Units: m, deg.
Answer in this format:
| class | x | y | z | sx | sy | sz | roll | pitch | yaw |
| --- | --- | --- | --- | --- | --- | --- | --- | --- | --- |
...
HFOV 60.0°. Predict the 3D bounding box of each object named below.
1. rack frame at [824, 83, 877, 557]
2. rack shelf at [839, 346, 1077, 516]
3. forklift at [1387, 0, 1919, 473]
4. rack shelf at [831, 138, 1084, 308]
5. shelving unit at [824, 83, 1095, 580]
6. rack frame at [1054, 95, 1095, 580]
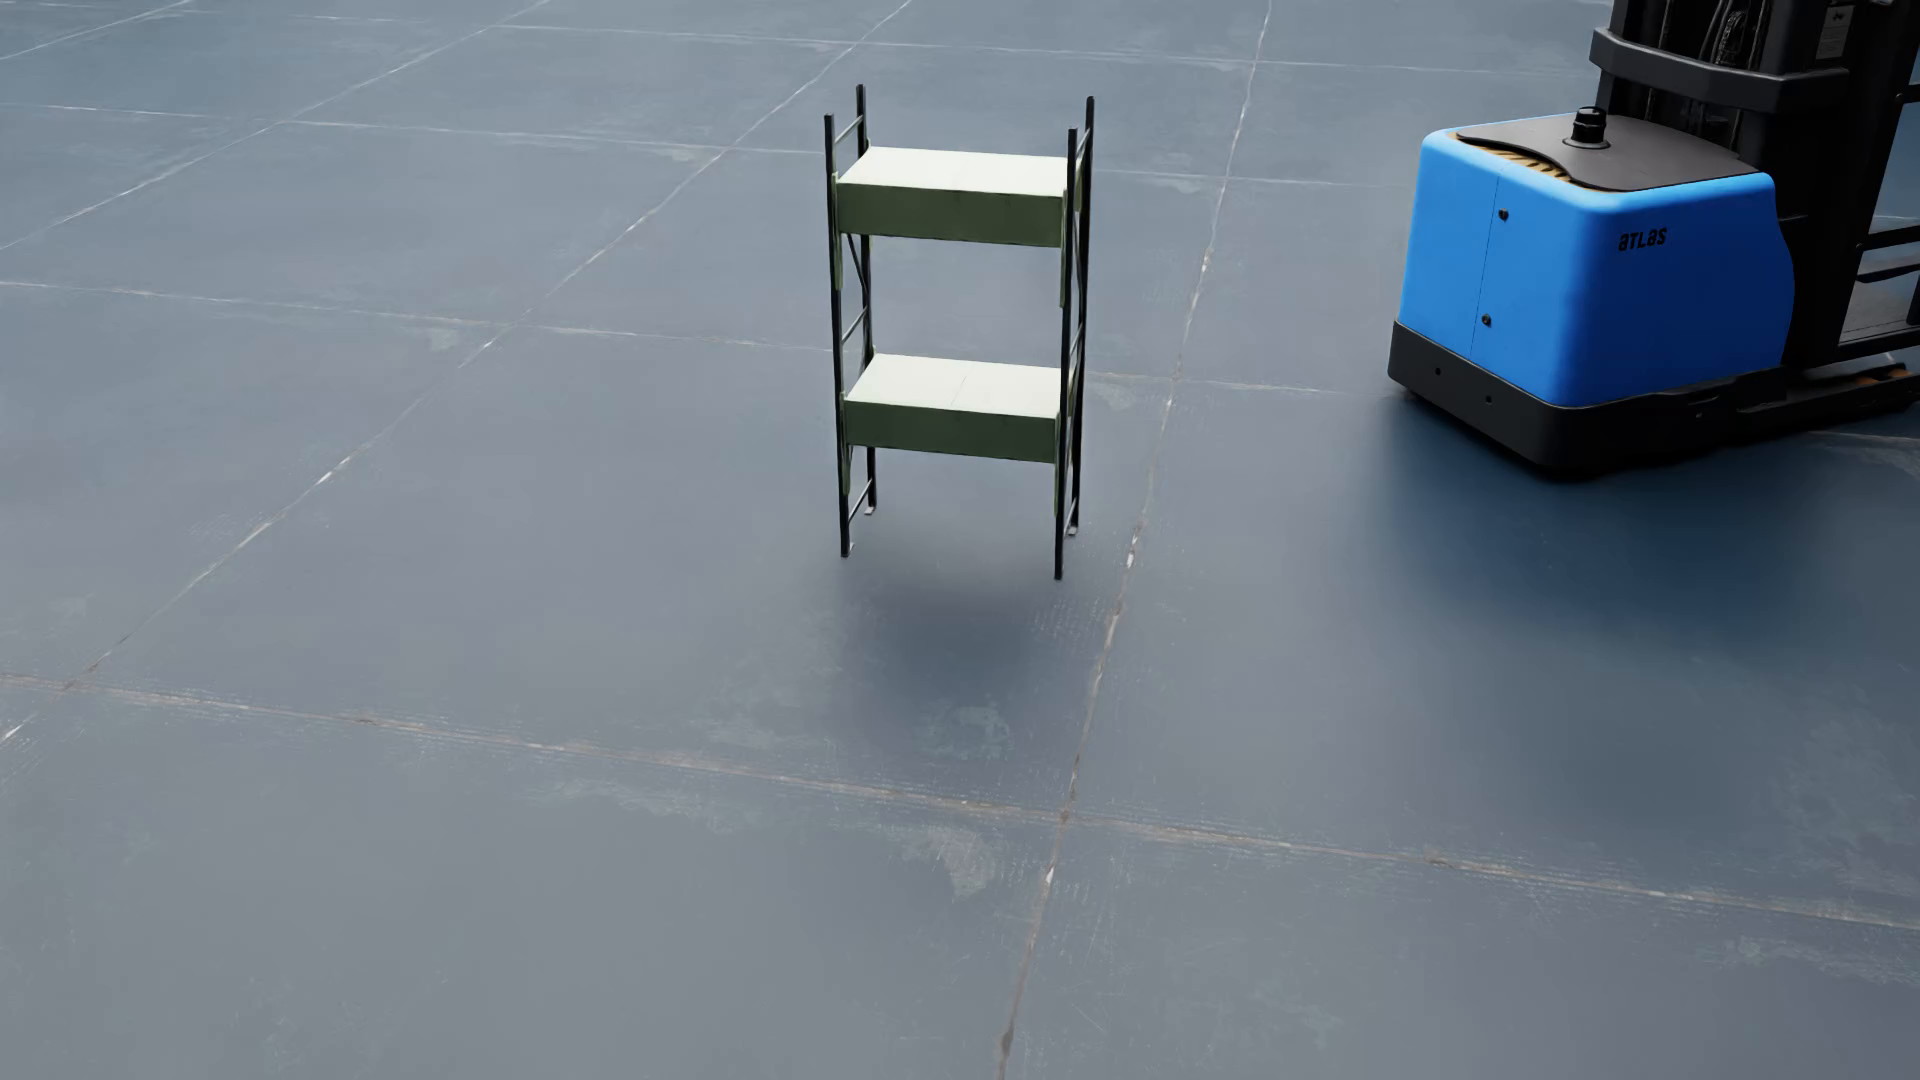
| class | x | y | z | sx | sy | sz | roll | pitch | yaw |
| --- | --- | --- | --- | --- | --- | --- | --- | --- | --- |
| rack frame | -0.351 | -0.694 | 5.456 | 0.023 | 1.500 | 0.400 | 6 | 29 | 11 |
| rack shelf | 0.007 | -0.371 | 5.545 | 0.720 | 0.370 | 0.431 | 6 | 29 | 11 |
| forklift | 3.322 | -1.989 | 6.330 | 3.031 | 2.935 | 1.130 | -12 | 31 | -21 |
| rack shelf | 0.007 | -1.000 | 5.201 | 0.720 | 0.370 | 0.431 | 6 | 29 | 11 |
| shelving unit | 0.007 | -0.657 | 5.389 | 0.755 | 1.500 | 0.431 | 6 | 29 | 11 |
| rack frame | 0.364 | -0.620 | 5.322 | 0.023 | 1.500 | 0.400 | 6 | 29 | 11 |
